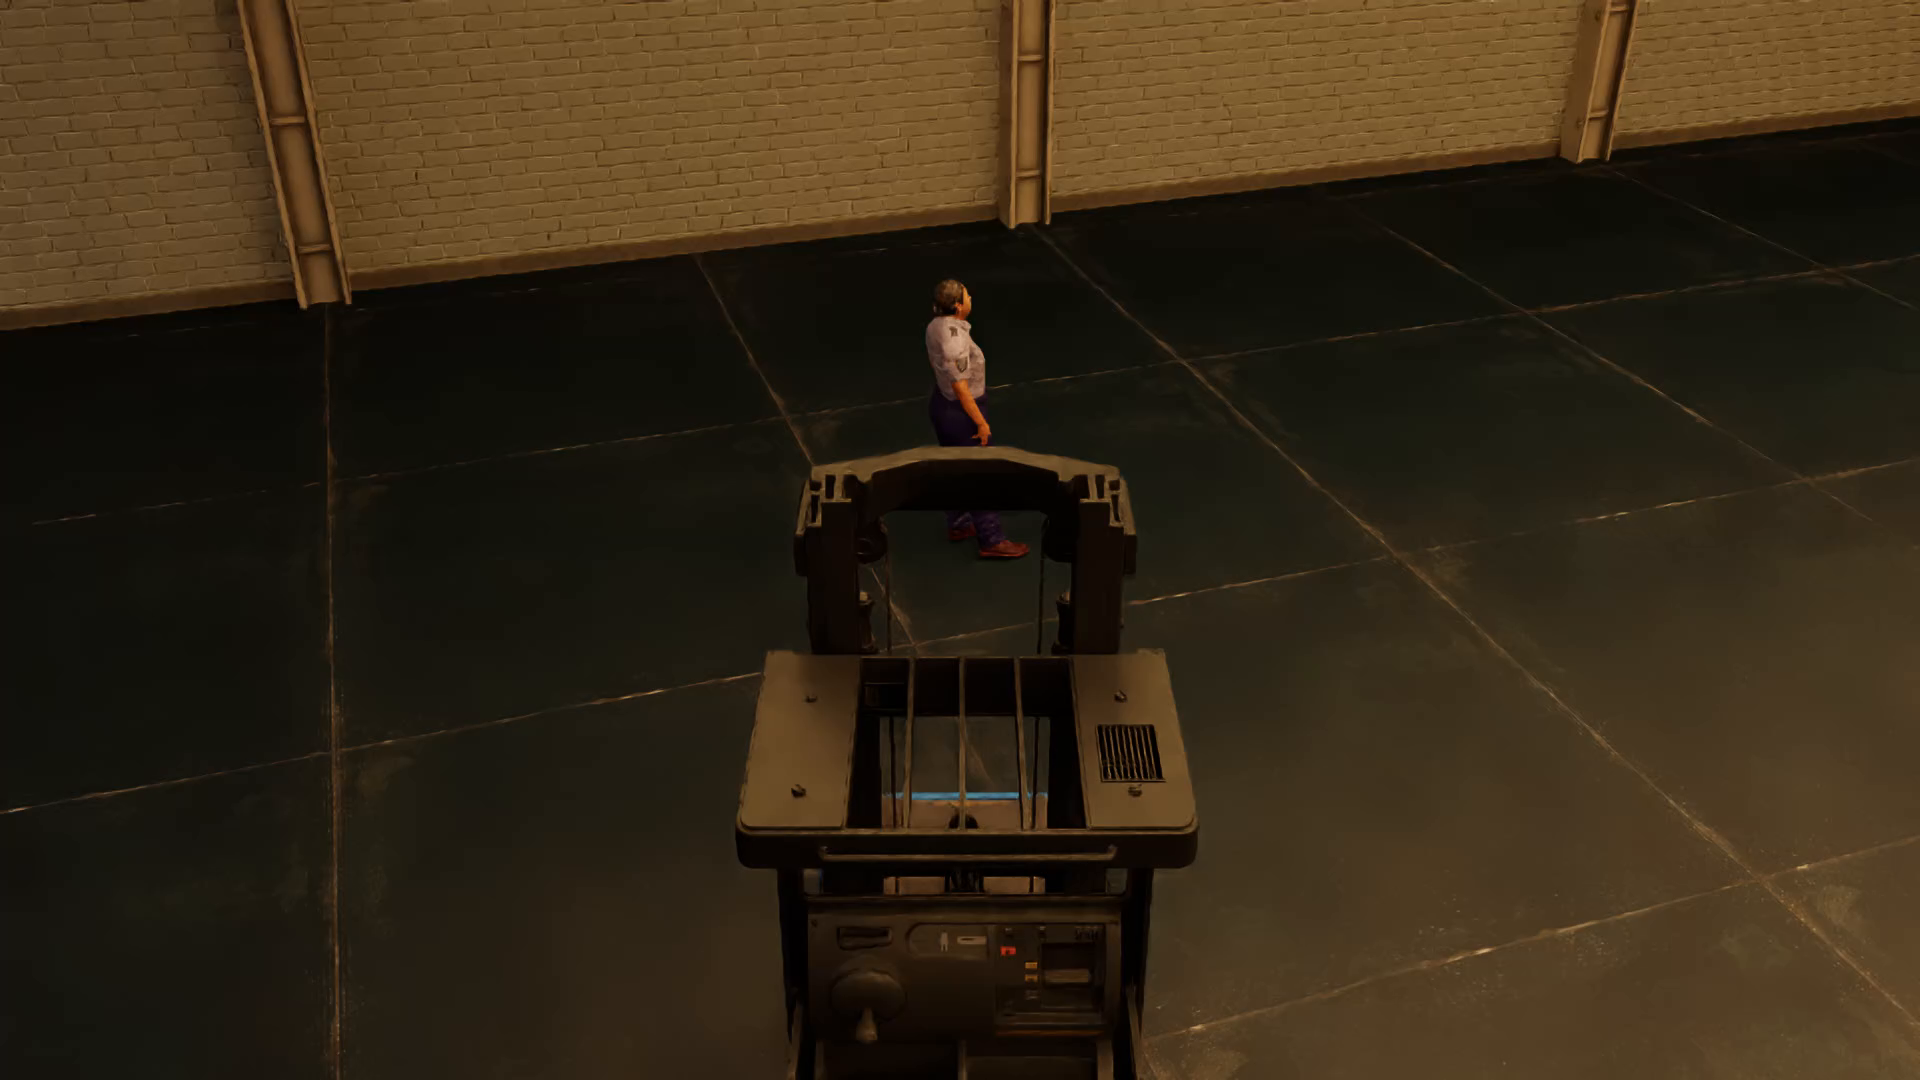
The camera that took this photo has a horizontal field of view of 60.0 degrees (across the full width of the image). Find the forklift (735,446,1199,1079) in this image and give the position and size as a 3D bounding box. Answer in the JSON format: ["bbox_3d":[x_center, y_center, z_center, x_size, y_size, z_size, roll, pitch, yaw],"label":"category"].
[{"bbox_3d":[0.015,1.339,4.761,1.130,2.935,3.031,0,30,0],"label":"forklift"}]

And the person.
[{"bbox_3d":[0.092,-0.718,9.621,0.502,1.637,0.599,-10,31,-16],"label":"person"}]
